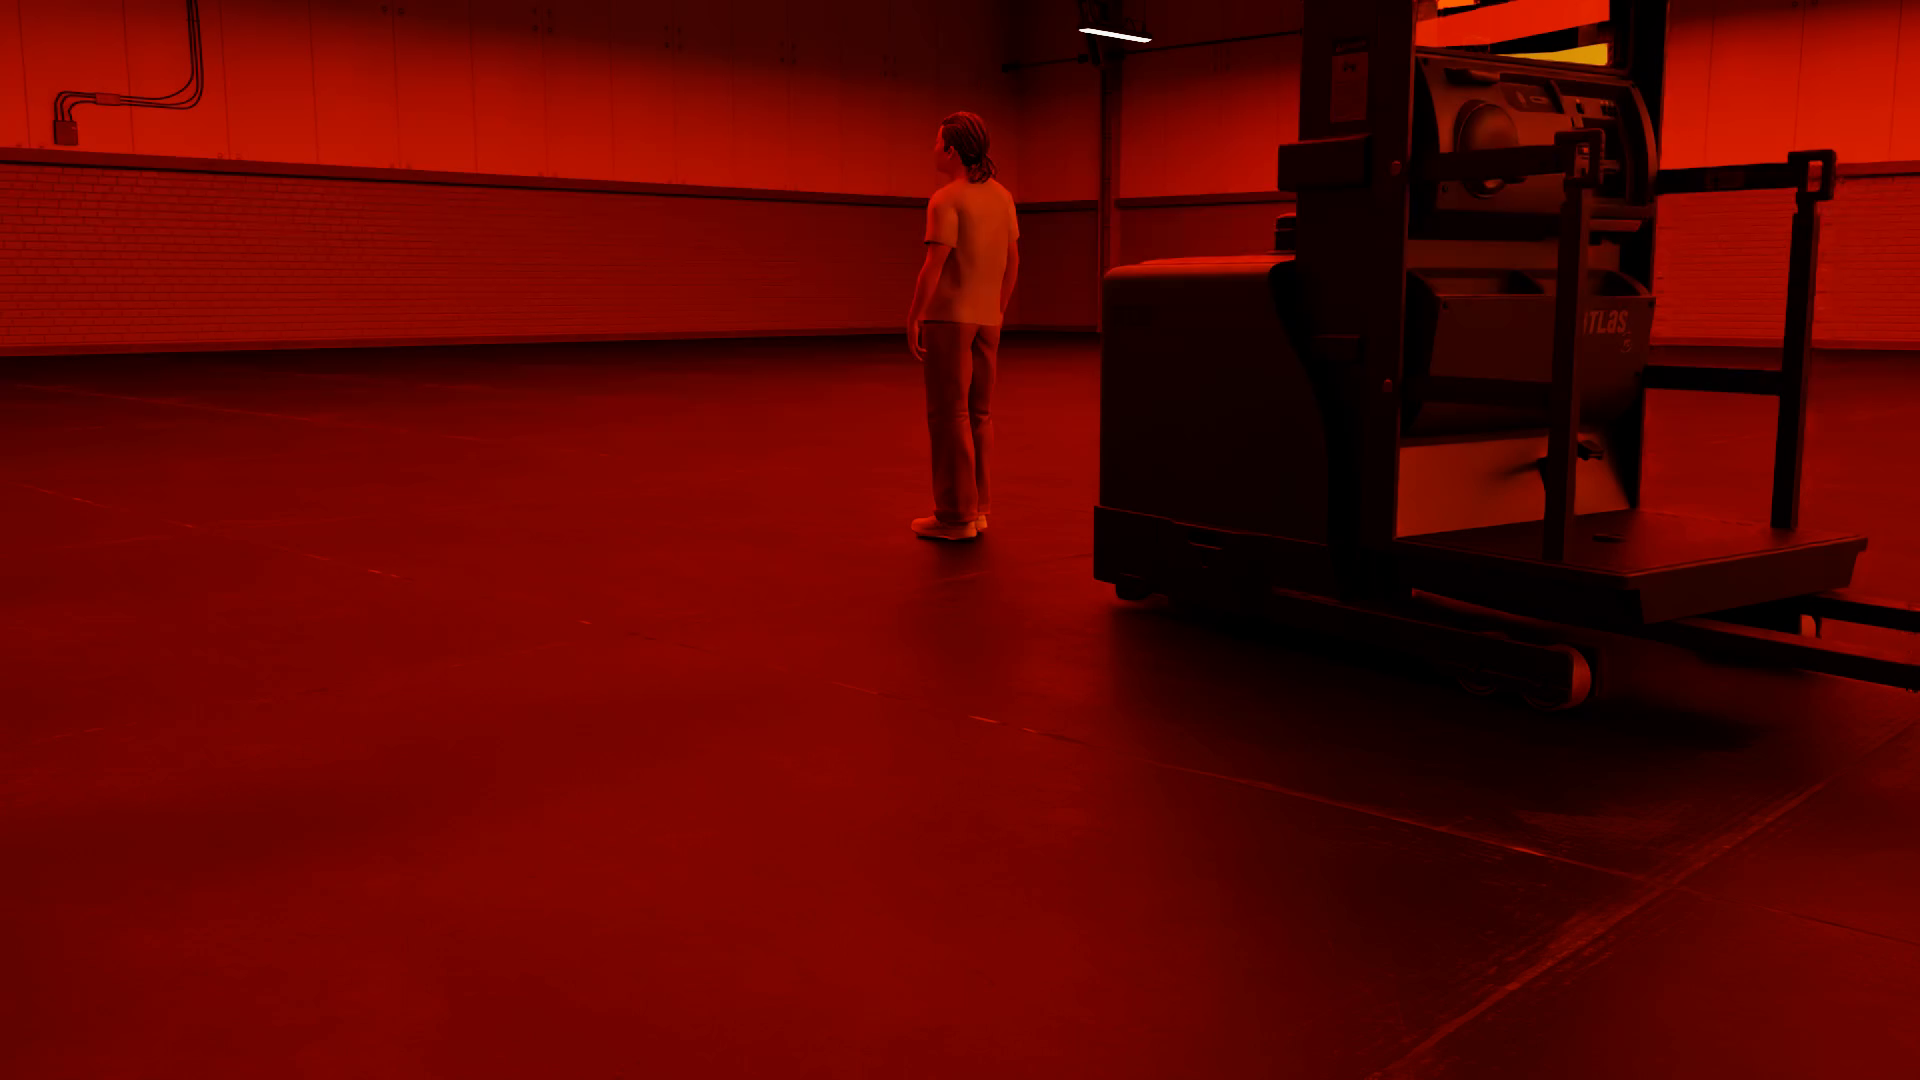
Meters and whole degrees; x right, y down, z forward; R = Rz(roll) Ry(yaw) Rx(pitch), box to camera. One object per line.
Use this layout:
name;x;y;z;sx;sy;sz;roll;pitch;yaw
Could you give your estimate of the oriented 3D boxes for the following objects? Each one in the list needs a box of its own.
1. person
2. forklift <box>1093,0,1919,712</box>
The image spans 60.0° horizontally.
person;-0.045;-0.845;6.650;0.549;1.675;0.553;8;12;43
forklift;1.681;-1.118;4.295;1.130;2.935;3.031;-6;10;-34
